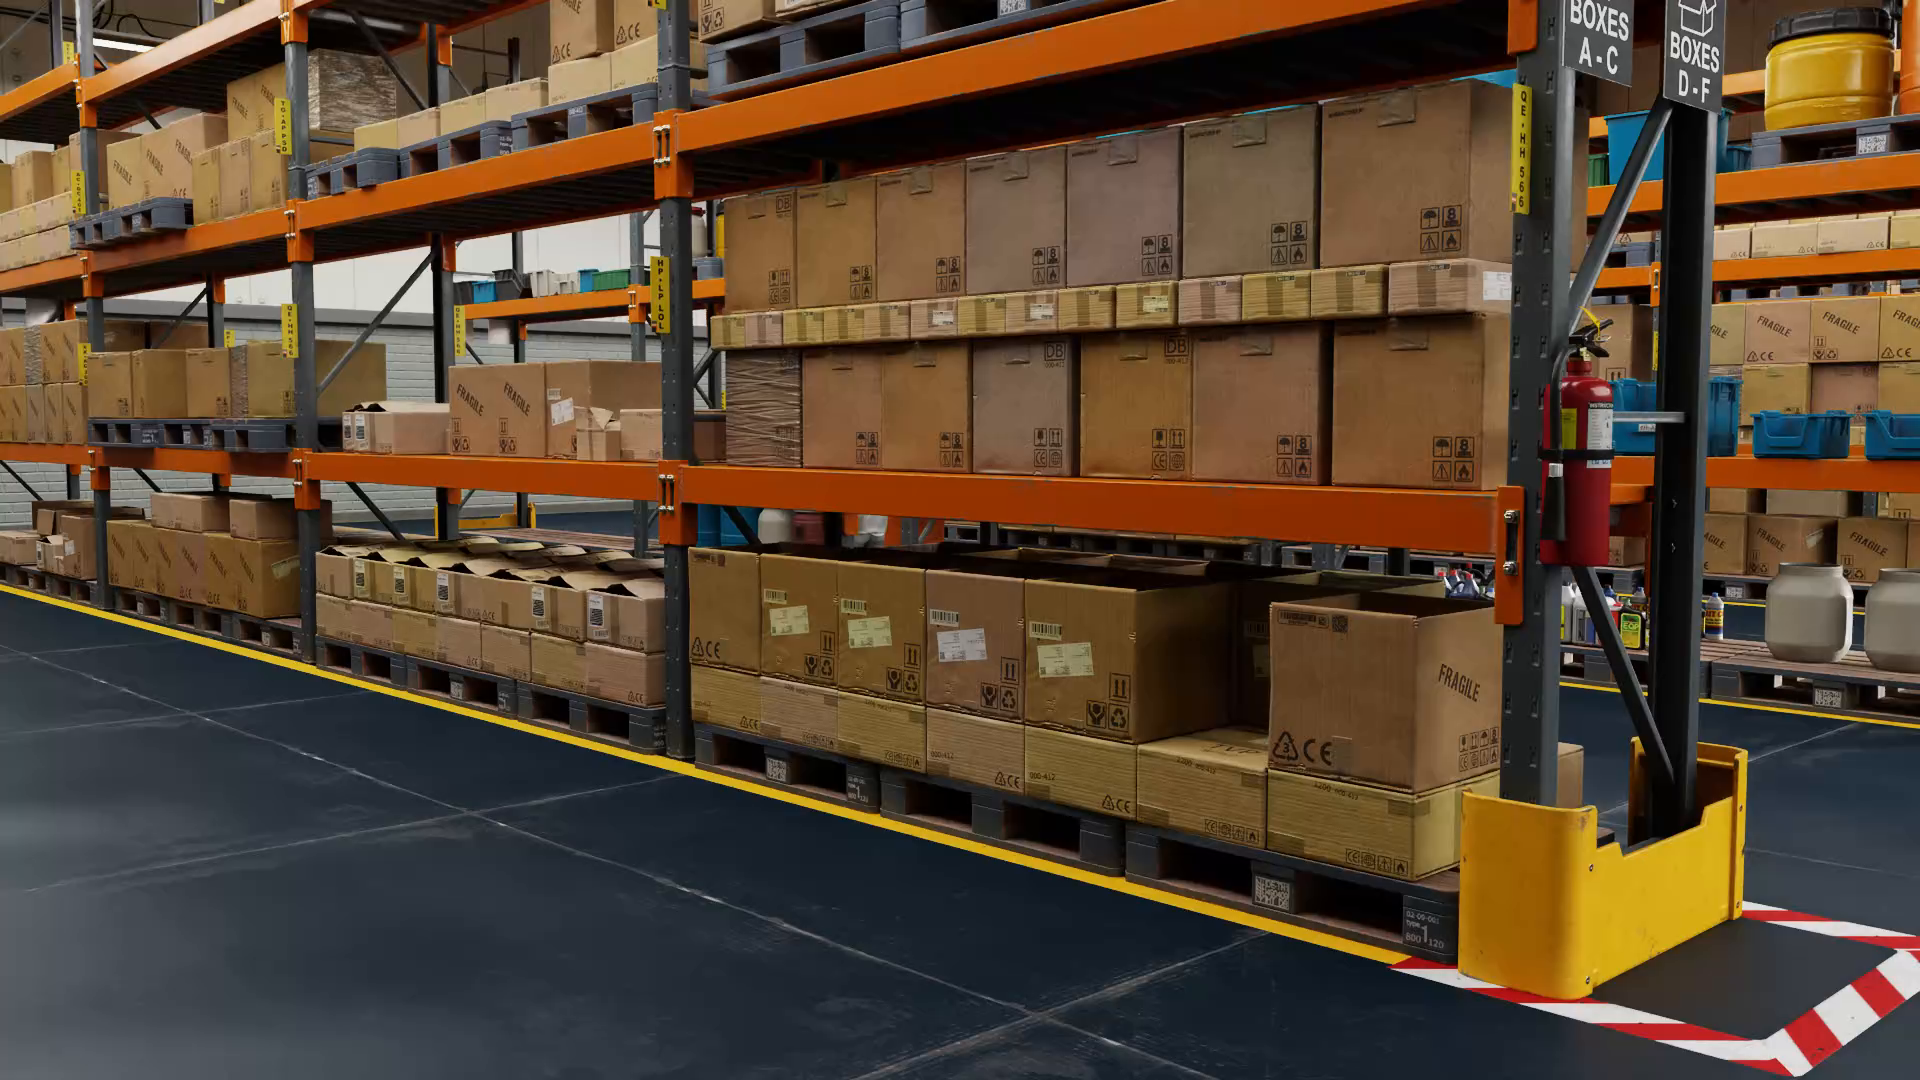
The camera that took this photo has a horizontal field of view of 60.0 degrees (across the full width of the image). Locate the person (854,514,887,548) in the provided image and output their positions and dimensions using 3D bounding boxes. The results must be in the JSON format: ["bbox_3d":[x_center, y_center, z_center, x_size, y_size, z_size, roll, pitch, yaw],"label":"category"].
[{"bbox_3d":[-0.648,-0.058,10.583,0.346,1.592,0.484,4,6,42],"label":"person"}]
